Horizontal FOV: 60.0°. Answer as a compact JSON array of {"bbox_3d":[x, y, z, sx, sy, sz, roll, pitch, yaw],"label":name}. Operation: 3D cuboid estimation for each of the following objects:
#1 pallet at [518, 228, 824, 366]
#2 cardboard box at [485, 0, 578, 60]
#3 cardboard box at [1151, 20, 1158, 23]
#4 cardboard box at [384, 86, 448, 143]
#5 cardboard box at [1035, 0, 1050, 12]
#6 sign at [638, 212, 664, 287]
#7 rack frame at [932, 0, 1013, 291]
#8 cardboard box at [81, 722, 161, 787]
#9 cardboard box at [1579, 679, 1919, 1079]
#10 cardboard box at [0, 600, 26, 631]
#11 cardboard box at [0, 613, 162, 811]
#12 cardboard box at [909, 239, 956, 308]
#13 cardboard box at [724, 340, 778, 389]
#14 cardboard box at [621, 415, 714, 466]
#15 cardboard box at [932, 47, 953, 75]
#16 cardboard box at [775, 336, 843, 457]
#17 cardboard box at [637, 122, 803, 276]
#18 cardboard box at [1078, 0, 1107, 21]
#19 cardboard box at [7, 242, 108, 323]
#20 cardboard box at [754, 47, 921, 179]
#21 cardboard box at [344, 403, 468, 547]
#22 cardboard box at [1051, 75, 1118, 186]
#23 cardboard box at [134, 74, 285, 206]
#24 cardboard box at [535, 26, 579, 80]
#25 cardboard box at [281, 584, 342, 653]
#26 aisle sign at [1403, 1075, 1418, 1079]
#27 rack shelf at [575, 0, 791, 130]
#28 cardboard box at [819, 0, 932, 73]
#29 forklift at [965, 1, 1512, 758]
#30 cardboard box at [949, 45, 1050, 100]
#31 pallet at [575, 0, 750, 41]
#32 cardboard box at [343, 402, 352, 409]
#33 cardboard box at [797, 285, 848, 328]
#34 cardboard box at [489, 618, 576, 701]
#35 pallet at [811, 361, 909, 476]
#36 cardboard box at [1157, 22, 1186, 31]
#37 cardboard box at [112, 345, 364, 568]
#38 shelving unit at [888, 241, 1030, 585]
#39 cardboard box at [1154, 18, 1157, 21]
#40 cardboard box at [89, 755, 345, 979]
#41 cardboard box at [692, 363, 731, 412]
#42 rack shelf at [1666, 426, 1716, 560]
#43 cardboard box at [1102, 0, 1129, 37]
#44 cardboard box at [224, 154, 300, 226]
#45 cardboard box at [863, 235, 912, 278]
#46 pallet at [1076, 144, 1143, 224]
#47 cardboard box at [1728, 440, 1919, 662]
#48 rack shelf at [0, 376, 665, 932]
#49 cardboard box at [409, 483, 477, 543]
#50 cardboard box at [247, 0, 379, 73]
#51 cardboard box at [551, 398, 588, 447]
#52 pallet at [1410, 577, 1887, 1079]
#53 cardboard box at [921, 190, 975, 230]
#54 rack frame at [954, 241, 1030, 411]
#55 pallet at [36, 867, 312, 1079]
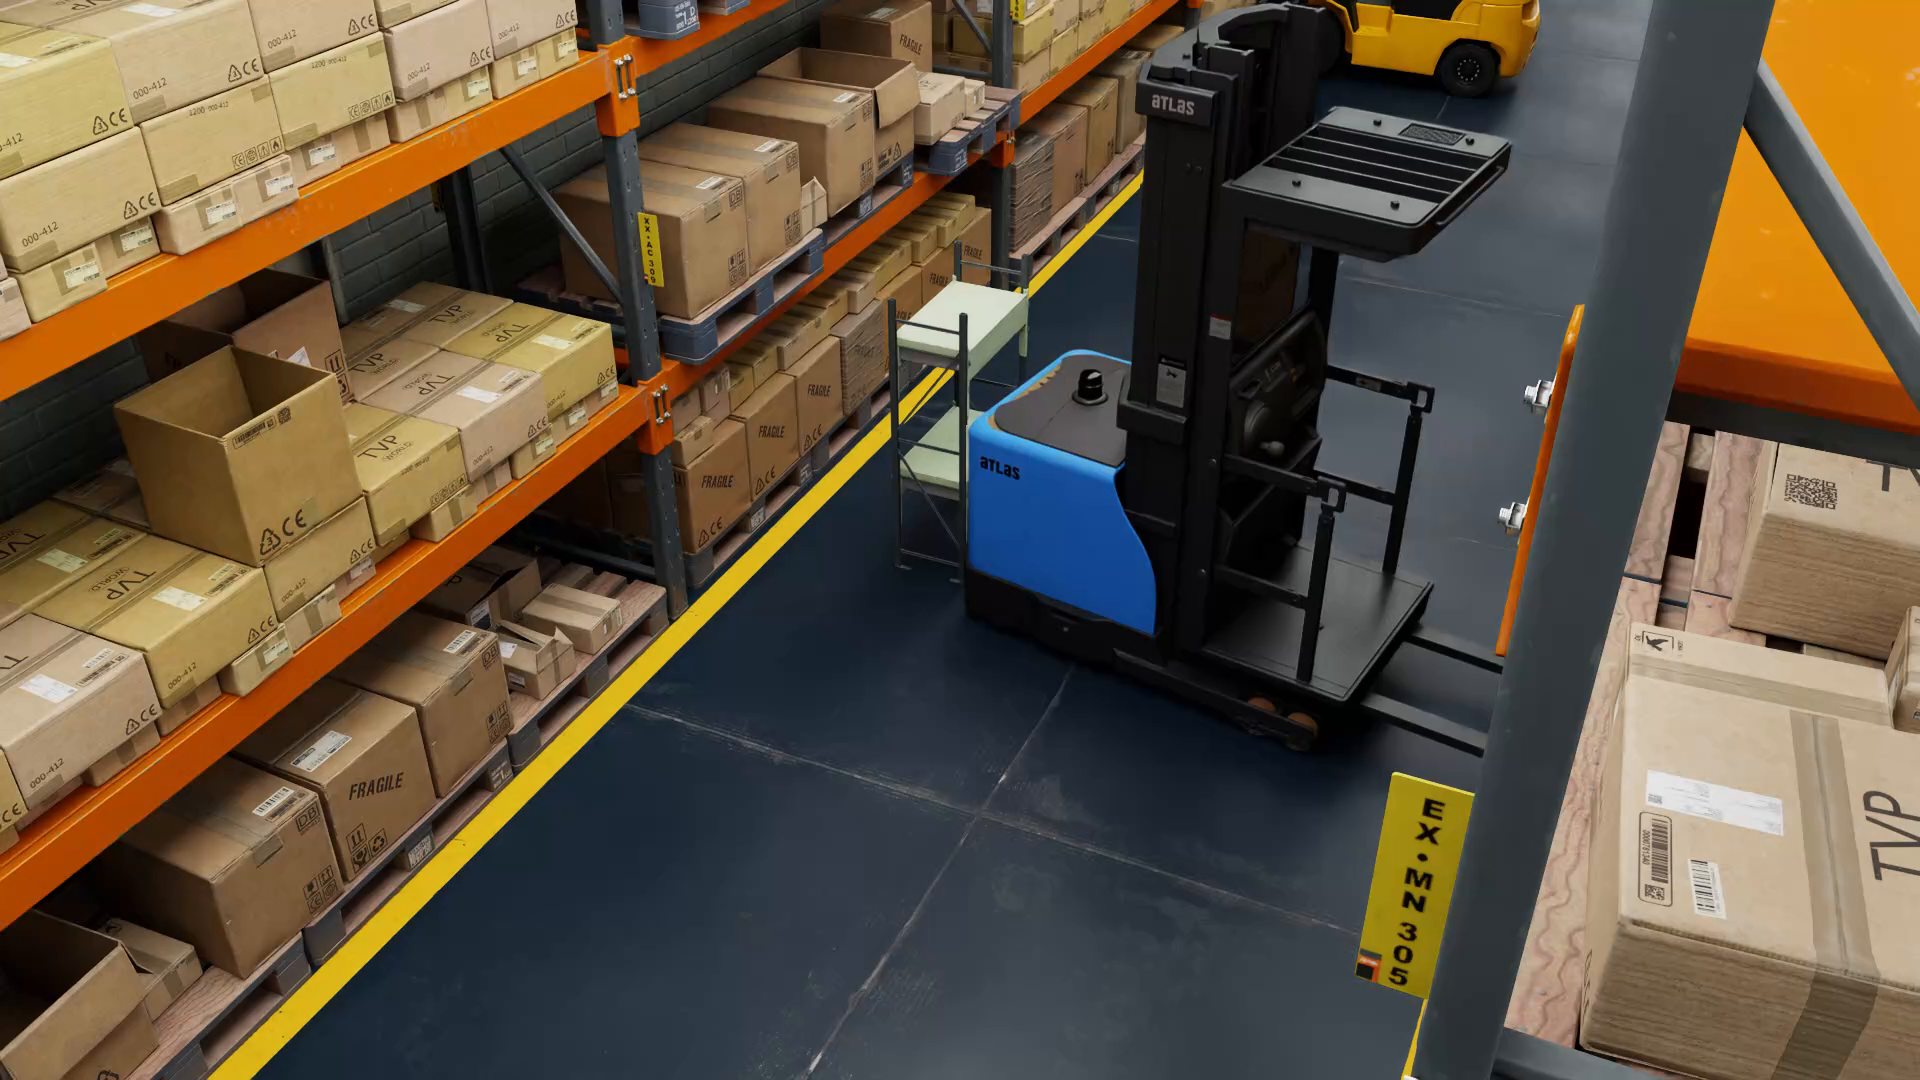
[{"bbox_3d":[-1.389,-1.293,8.161,1.003,0.211,1.213,14,36,20],"label":"pallet"},{"bbox_3d":[-1.796,-2.018,6.222,0.500,0.250,0.500,14,36,21],"label":"cardboard box"},{"bbox_3d":[1.543,-4.508,14.559,0.500,0.250,0.500,13,36,19],"label":"cardboard box"},{"bbox_3d":[-2.037,-1.528,5.838,0.380,0.149,0.250,14,36,20],"label":"cardboard box"},{"bbox_3d":[0.363,-3.529,10.714,0.380,0.149,0.250,15,36,22],"label":"cardboard box"},{"bbox_3d":[-1.326,-1.241,7.118,0.100,0.325,0.005,14,36,20],"label":"sign"},{"bbox_3d":[-0.149,-2.992,10.578,1.000,3.000,0.127,14,36,20],"label":"rack frame"},{"bbox_3d":[-2.805,0.609,5.315,0.380,0.149,0.250,15,36,22],"label":"cardboard box"},{"bbox_3d":[1.121,0.475,2.217,0.500,0.250,0.500,11,35,16],"label":"cardboard box"},{"bbox_3d":[-3.327,0.384,5.294,0.500,0.250,0.500,14,36,21],"label":"cardboard box"},{"bbox_3d":[-2.850,0.515,5.094,0.500,0.250,0.500,15,36,21],"label":"cardboard box"},{"bbox_3d":[-0.349,-1.616,10.375,0.500,0.500,0.500,14,36,20],"label":"cardboard box"},{"bbox_3d":[-1.185,-0.945,8.760,0.380,0.149,0.250,14,36,20],"label":"cardboard box"},{"bbox_3d":[-1.430,-0.519,8.111,0.380,0.149,0.250,16,36,23],"label":"cardboard box"},{"bbox_3d":[-0.193,-3.212,11.050,0.500,0.250,0.500,13,36,19],"label":"cardboard box"},{"bbox_3d":[-0.989,-0.834,9.184,0.500,0.500,0.500,13,35,19],"label":"cardboard box"},{"bbox_3d":[-1.200,-1.665,8.079,0.700,0.500,0.500,15,36,21],"label":"cardboard box"},{"bbox_3d":[0.705,-3.809,11.504,0.500,0.250,0.500,13,36,19],"label":"cardboard box"},{"bbox_3d":[-2.642,-0.755,4.660,0.380,0.149,0.250,14,36,20],"label":"cardboard box"},{"bbox_3d":[-0.664,-2.355,9.130,0.797,0.503,0.637,13,36,19],"label":"cardboard box"},{"bbox_3d":[-2.230,-0.254,6.267,0.500,0.250,0.500,14,36,20],"label":"cardboard box"},{"bbox_3d":[0.672,-3.145,12.593,0.875,0.625,0.625,13,35,19],"label":"cardboard box"},{"bbox_3d":[-2.447,-1.255,5.058,0.500,0.250,0.500,14,36,20],"label":"cardboard box"},{"bbox_3d":[-1.704,-1.902,6.409,0.380,0.149,0.250,14,36,20],"label":"cardboard box"},{"bbox_3d":[-2.433,0.231,5.892,0.380,0.149,0.250,15,36,22],"label":"cardboard box"},{"bbox_3d":[0.703,1.007,2.108,0.394,0.787,0.004,14,36,20],"label":"aisle sign"},{"bbox_3d":[-0.985,-2.949,8.433,1.077,0.370,4.000,14,36,20],"label":"rack shelf"},{"bbox_3d":[-0.506,-2.989,10.099,0.500,0.500,0.500,16,36,23],"label":"cardboard box"},{"bbox_3d":[1.535,-0.630,7.038,3.031,2.935,1.130,20,38,28],"label":"forklift"},{"bbox_3d":[0.259,-3.094,10.870,0.500,0.250,0.500,14,36,21],"label":"cardboard box"},{"bbox_3d":[-1.486,-2.484,7.239,1.213,0.211,1.003,14,36,20],"label":"pallet"},{"bbox_3d":[-2.696,-0.369,6.443,0.500,0.250,0.500,15,36,22],"label":"cardboard box"},{"bbox_3d":[-0.855,-1.325,9.340,0.380,0.149,0.250,14,36,21],"label":"cardboard box"},{"bbox_3d":[-1.938,0.491,7.377,0.396,0.266,0.258,15,36,22],"label":"cardboard box"},{"bbox_3d":[-1.007,-0.857,9.865,1.003,0.211,1.213,14,36,20],"label":"pallet"},{"bbox_3d":[2.008,-4.389,14.377,0.500,0.250,0.500,14,36,20],"label":"cardboard box"},{"bbox_3d":[-2.434,-0.294,5.645,0.500,0.500,0.500,15,36,22],"label":"cardboard box"},{"bbox_3d":[0.003,-0.631,8.344,0.431,1.500,0.755,14,36,20],"label":"shelving unit"},{"bbox_3d":[1.555,-4.718,14.422,0.500,0.250,0.500,15,36,21],"label":"cardboard box"},{"bbox_3d":[-2.761,1.162,6.138,0.700,0.500,0.500,16,36,22],"label":"cardboard box"},{"bbox_3d":[-1.365,-0.784,8.244,0.380,0.149,0.250,12,35,18],"label":"cardboard box"},{"bbox_3d":[1.851,0.180,3.661,1.077,0.370,4.000,14,36,20],"label":"rack shelf"},{"bbox_3d":[0.902,-3.860,12.037,0.500,0.250,0.500,15,36,22],"label":"cardboard box"},{"bbox_3d":[-2.322,-1.129,5.230,0.380,0.149,0.250,15,36,21],"label":"cardboard box"},{"bbox_3d":[-0.513,-1.704,9.919,0.380,0.149,0.250,15,36,22],"label":"cardboard box"},{"bbox_3d":[0.743,-2.832,12.877,1.003,0.211,1.213,14,36,20],"label":"pallet"},{"bbox_3d":[1.686,-0.039,2.946,0.500,0.311,0.500,15,36,21],"label":"cardboard box"},{"bbox_3d":[-2.659,0.297,6.217,1.077,0.370,4.000,14,36,20],"label":"rack shelf"},{"bbox_3d":[-2.118,-0.150,6.473,0.380,0.149,0.250,14,36,20],"label":"cardboard box"},{"bbox_3d":[-2.239,-1.713,5.301,0.500,0.250,0.500,15,36,21],"label":"cardboard box"},{"bbox_3d":[-1.815,-0.543,7.072,0.380,0.149,0.250,15,36,22],"label":"cardboard box"},{"bbox_3d":[1.315,0.540,2.536,1.003,0.211,1.213,14,36,20],"label":"pallet"},{"bbox_3d":[-0.125,-2.089,10.506,0.380,0.149,0.250,12,35,18],"label":"cardboard box"},{"bbox_3d":[0.156,-0.813,8.622,0.400,1.500,0.023,14,36,20],"label":"rack frame"},{"bbox_3d":[-3.131,1.723,5.929,1.003,0.211,1.213,14,36,20],"label":"pallet"}]
